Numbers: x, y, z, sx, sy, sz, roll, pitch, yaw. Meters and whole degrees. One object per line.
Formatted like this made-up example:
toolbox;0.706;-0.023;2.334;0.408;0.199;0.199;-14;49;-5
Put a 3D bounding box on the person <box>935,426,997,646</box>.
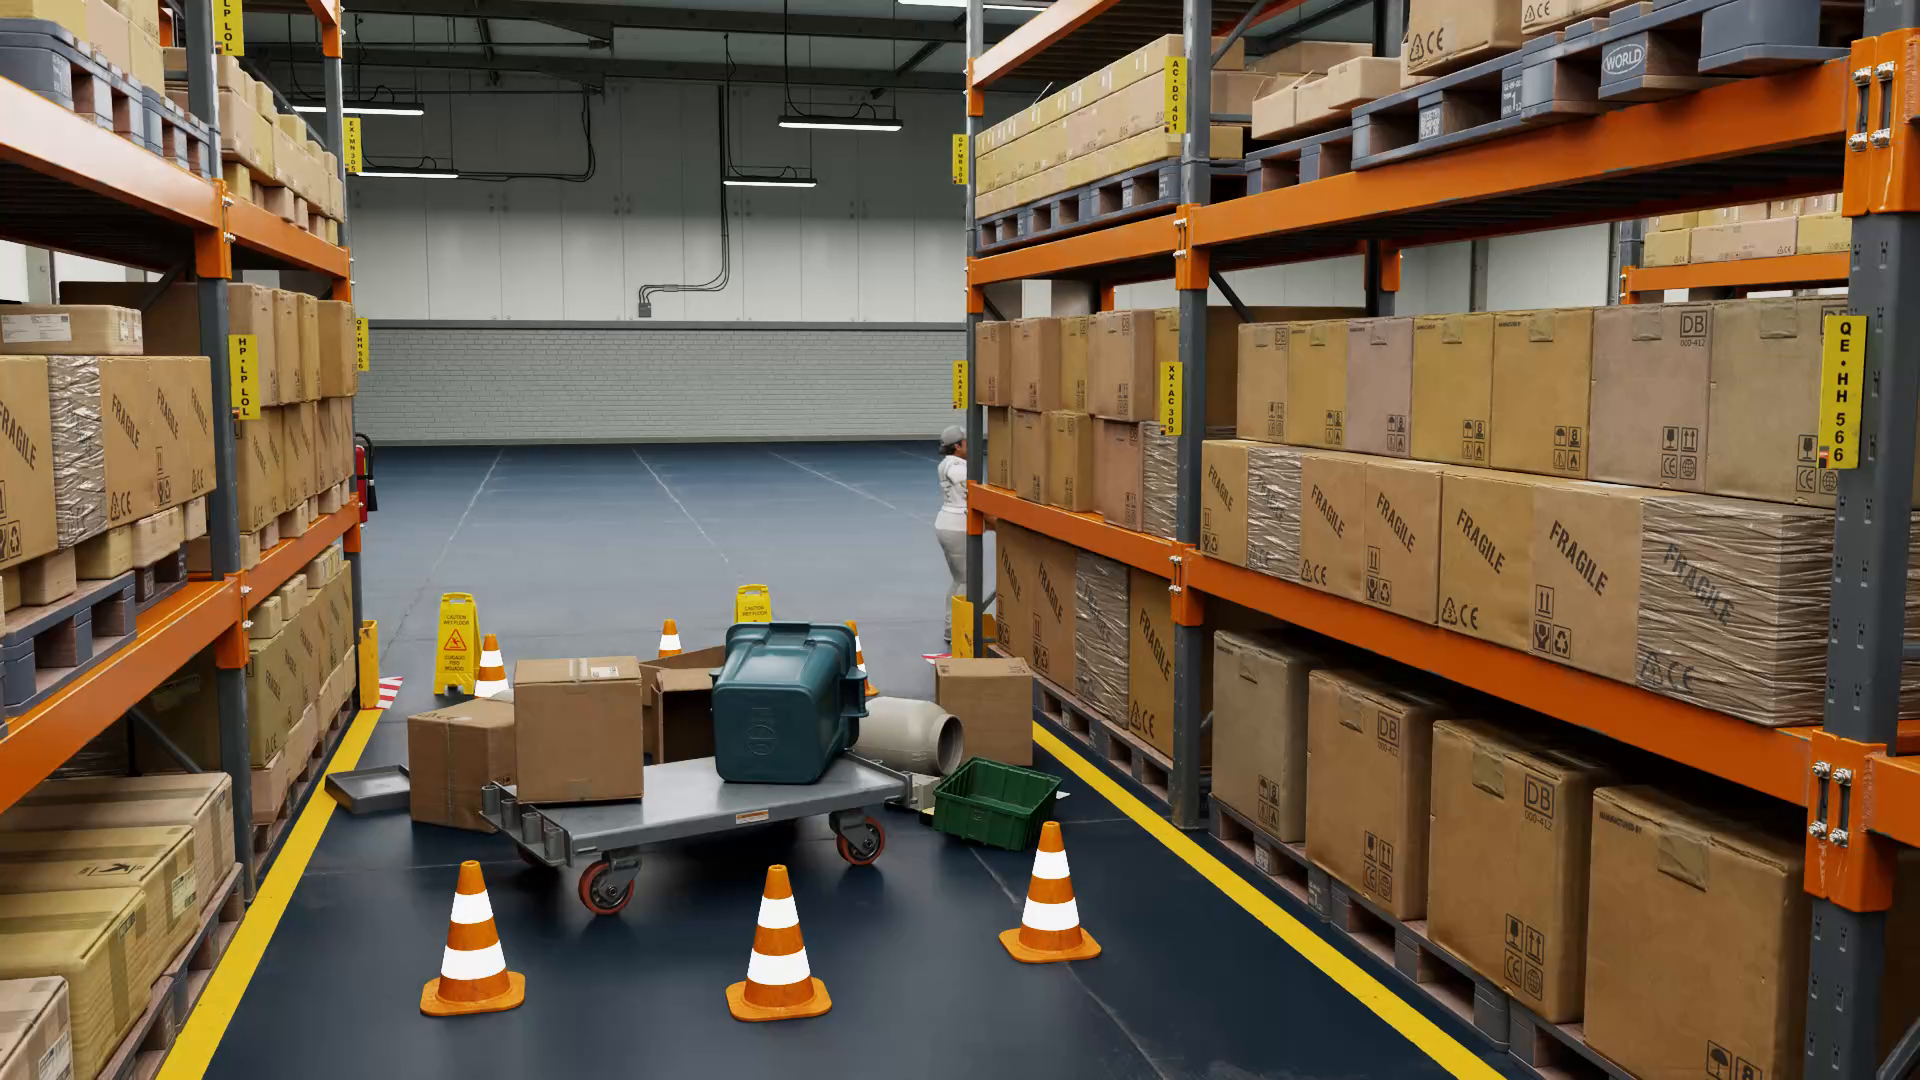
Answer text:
person;0.087;-0.034;12.526;0.541;1.653;0.453;-1;6;-12
